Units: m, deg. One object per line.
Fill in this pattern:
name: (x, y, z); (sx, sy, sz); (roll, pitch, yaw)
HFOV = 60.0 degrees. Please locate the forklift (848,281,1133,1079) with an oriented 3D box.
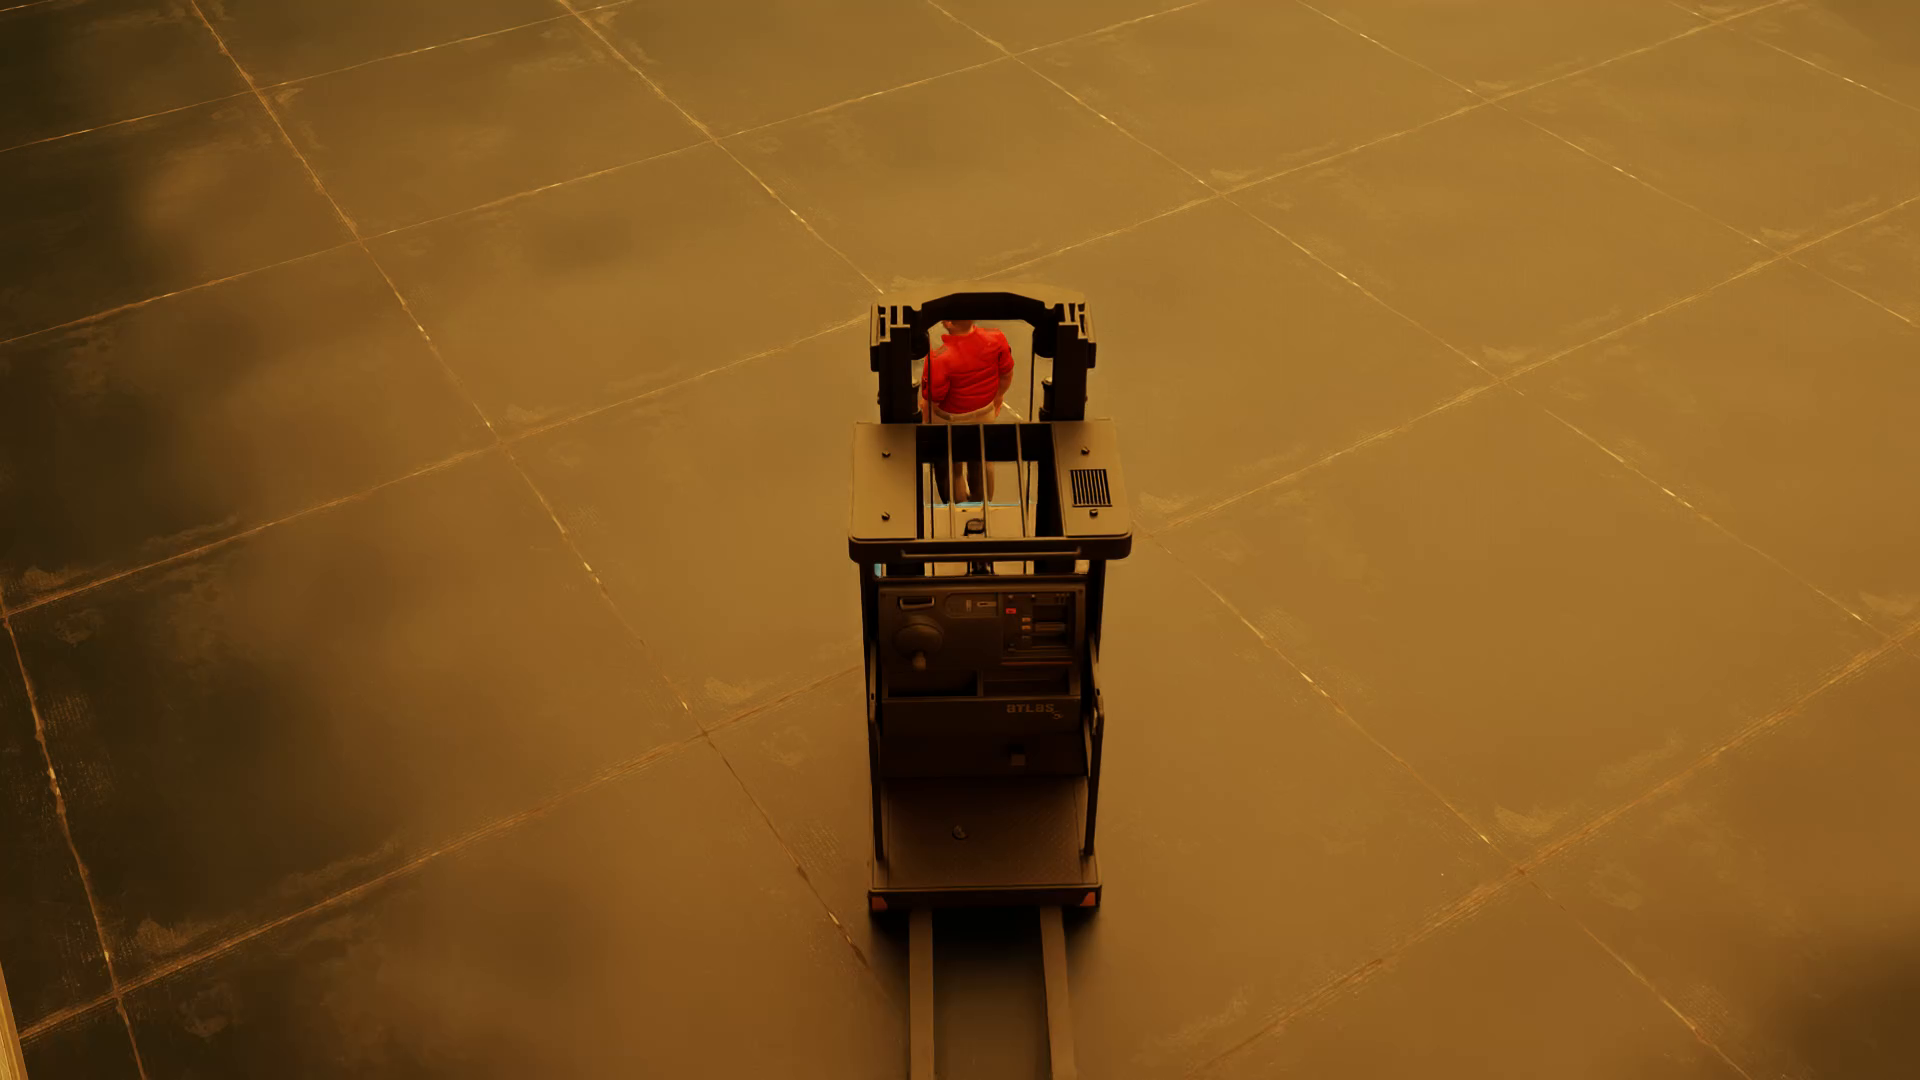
forklift: (0.106, 0.472, 7.331); (1.130, 2.935, 3.031); (-1, 41, -1)

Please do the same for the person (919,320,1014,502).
person: (-0.038, -0.740, 9.560); (0.640, 1.728, 0.551); (-23, 46, -24)
